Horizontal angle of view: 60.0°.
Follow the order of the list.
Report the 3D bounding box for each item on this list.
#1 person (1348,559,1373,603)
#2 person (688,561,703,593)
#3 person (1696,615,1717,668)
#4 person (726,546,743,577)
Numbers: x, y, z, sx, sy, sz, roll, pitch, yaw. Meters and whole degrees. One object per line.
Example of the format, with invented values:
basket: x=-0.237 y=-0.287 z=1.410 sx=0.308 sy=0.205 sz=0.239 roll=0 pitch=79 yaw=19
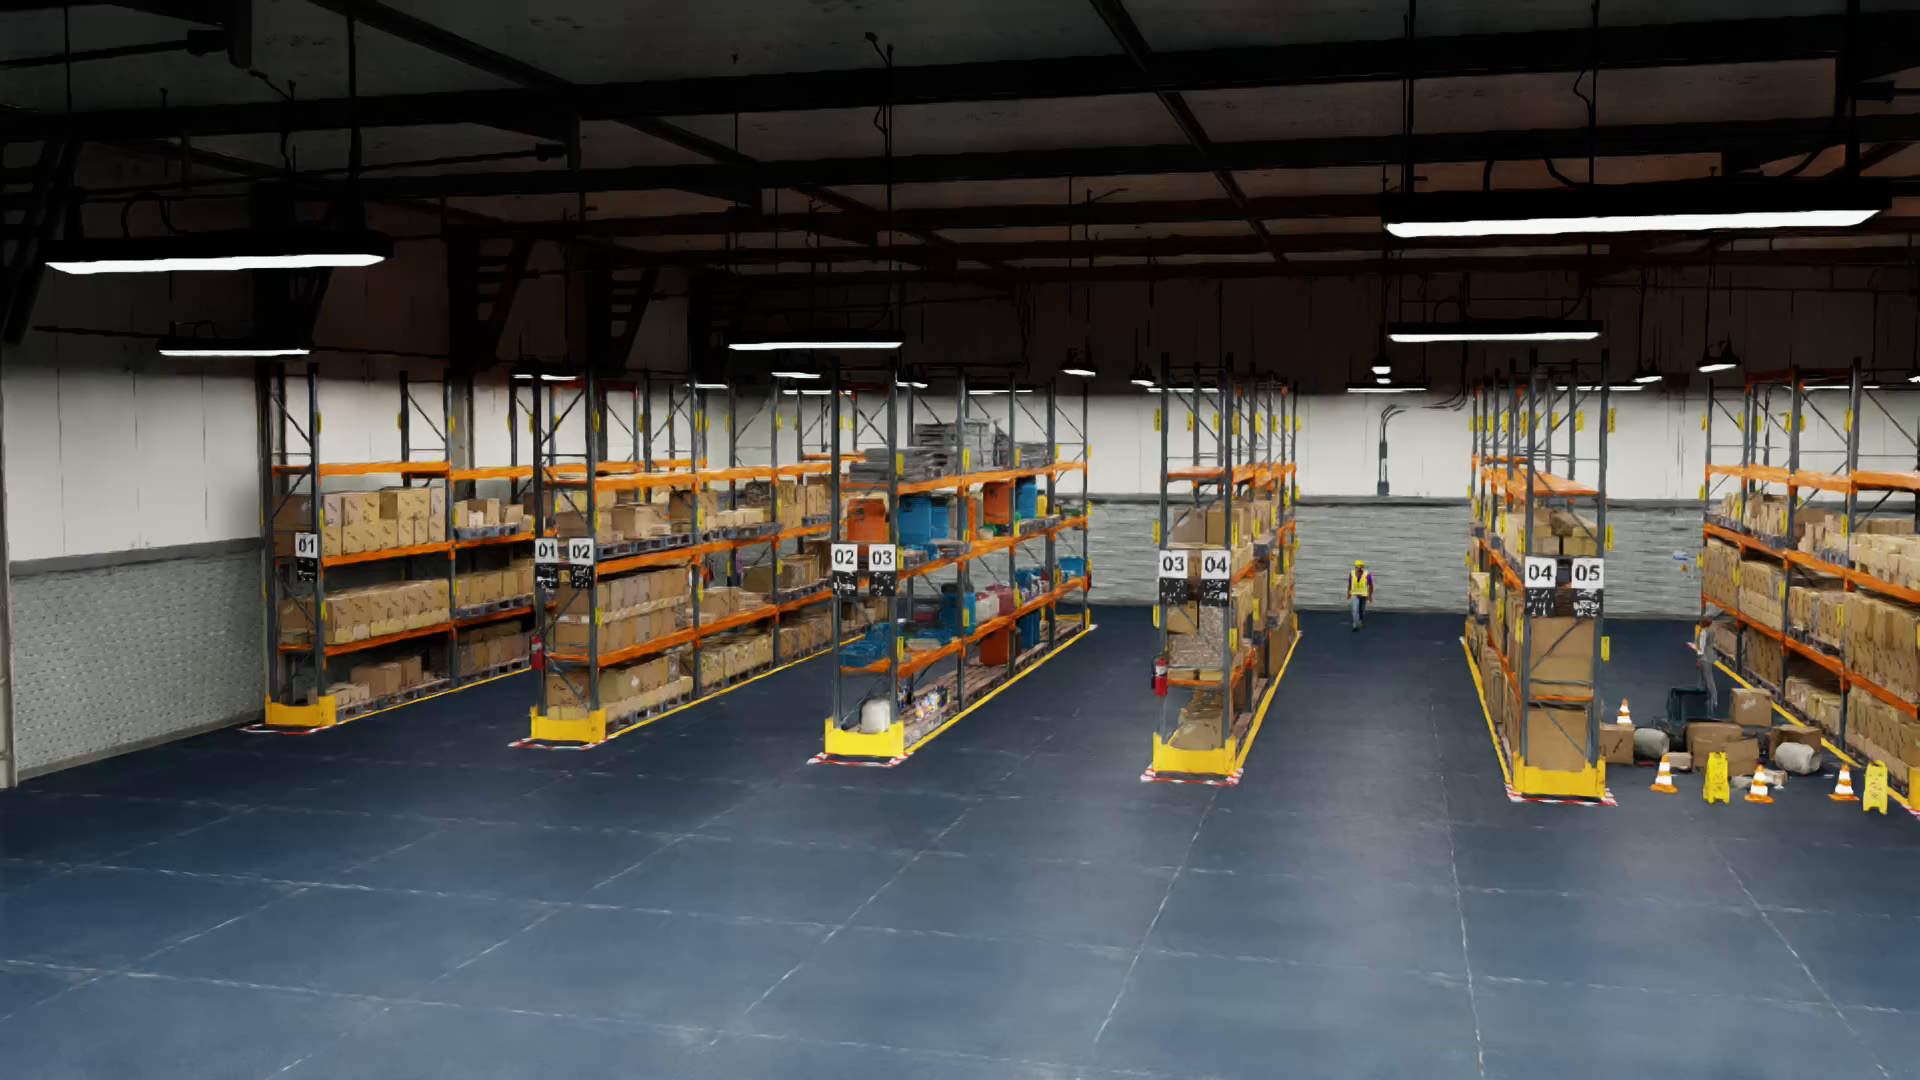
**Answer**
person: x=9.693 y=0.981 z=40.246 sx=0.589 sy=1.046 sz=0.494 roll=1 pitch=4 yaw=13
person: x=-6.274 y=1.310 z=39.685 sx=0.389 sy=1.766 sz=0.669 roll=0 pitch=4 yaw=4
person: x=13.243 y=1.787 z=29.468 sx=0.340 sy=0.925 sz=0.513 roll=3 pitch=5 yaw=40
person: x=-6.462 y=0.909 z=47.120 sx=0.581 sy=1.576 sz=0.470 roll=-2 pitch=4 yaw=-24
